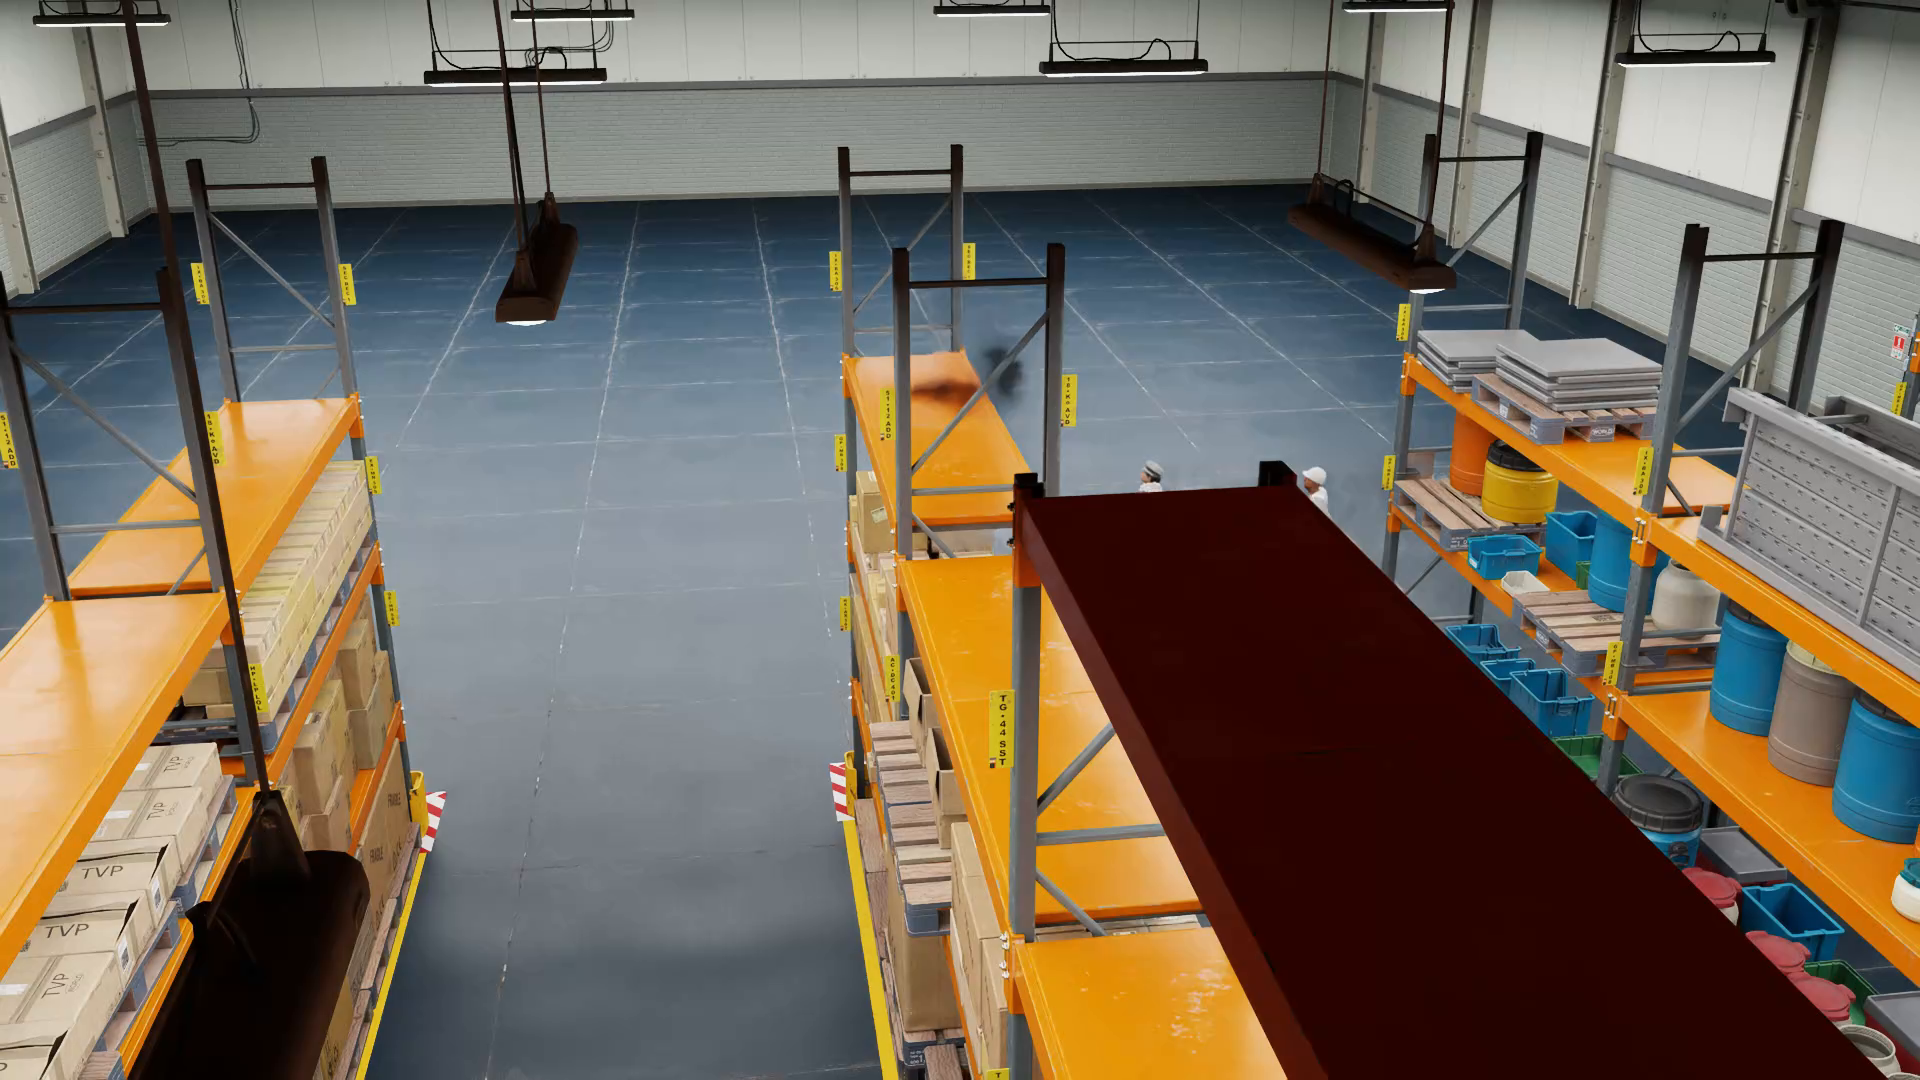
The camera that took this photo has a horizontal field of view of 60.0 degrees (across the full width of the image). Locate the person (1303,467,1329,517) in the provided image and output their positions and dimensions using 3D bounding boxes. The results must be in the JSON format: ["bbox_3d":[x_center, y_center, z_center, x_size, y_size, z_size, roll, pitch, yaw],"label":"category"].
[{"bbox_3d":[3.993,-0.021,19.312,0.610,1.739,0.672,7,23,18],"label":"person"}]

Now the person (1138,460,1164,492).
[{"bbox_3d":[2.247,-0.161,19.799,0.718,1.654,0.621,6,22,15],"label":"person"}]
